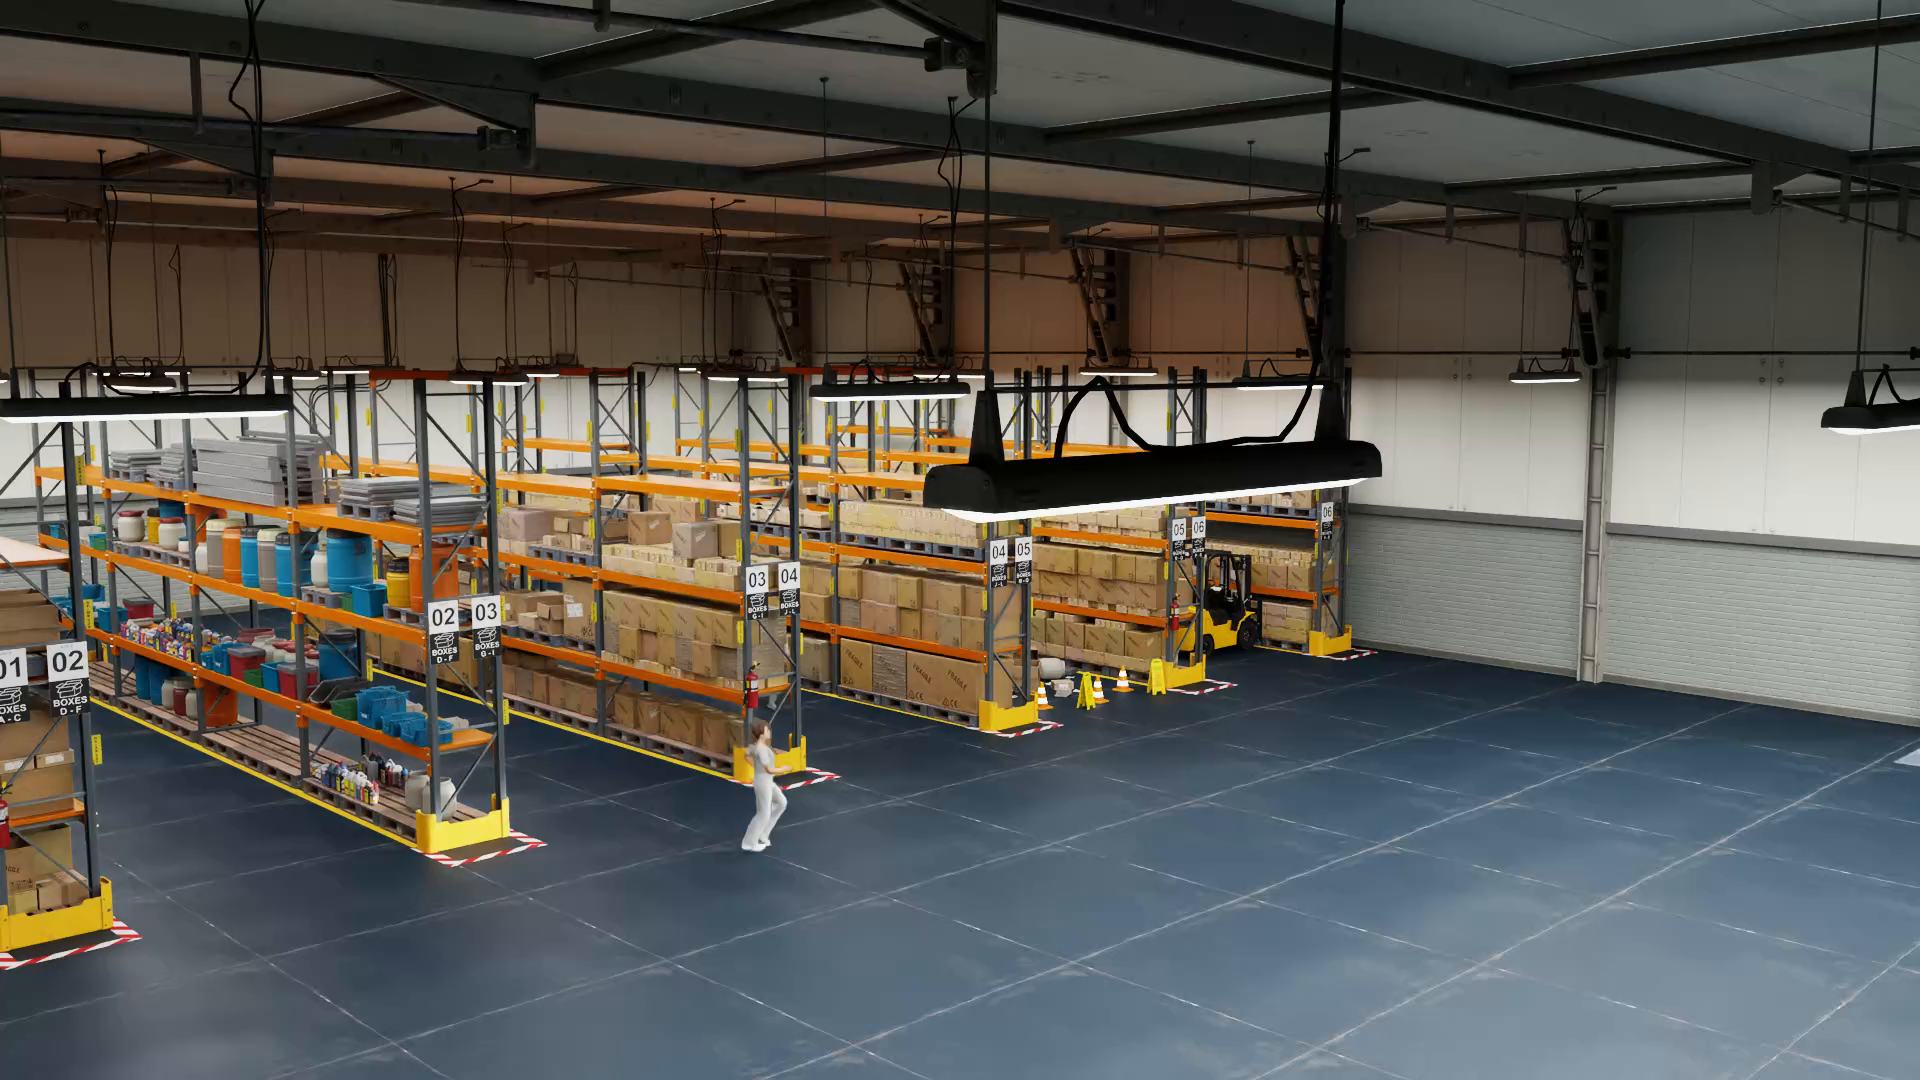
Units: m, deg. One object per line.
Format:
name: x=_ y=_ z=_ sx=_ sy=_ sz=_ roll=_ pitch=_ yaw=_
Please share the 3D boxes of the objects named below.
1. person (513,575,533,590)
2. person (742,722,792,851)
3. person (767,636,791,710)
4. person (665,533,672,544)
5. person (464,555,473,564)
person: x=-10.703 y=0.875 z=40.968 sx=0.622 sy=1.722 sz=0.774 roll=-2 pitch=7 yaw=-14
person: x=-2.463 y=3.121 z=21.145 sx=0.660 sy=1.654 sz=0.573 roll=-1 pitch=7 yaw=-11
person: x=-3.292 y=2.203 z=29.550 sx=0.653 sy=1.649 sz=0.638 roll=-6 pitch=9 yaw=-44
person: x=-7.705 y=0.557 z=44.055 sx=0.670 sy=1.617 sz=0.655 roll=-4 pitch=8 yaw=-33
person: x=-11.502 y=1.098 z=38.784 sx=0.733 sy=1.755 sz=0.813 roll=0 pitch=6 yaw=-4
